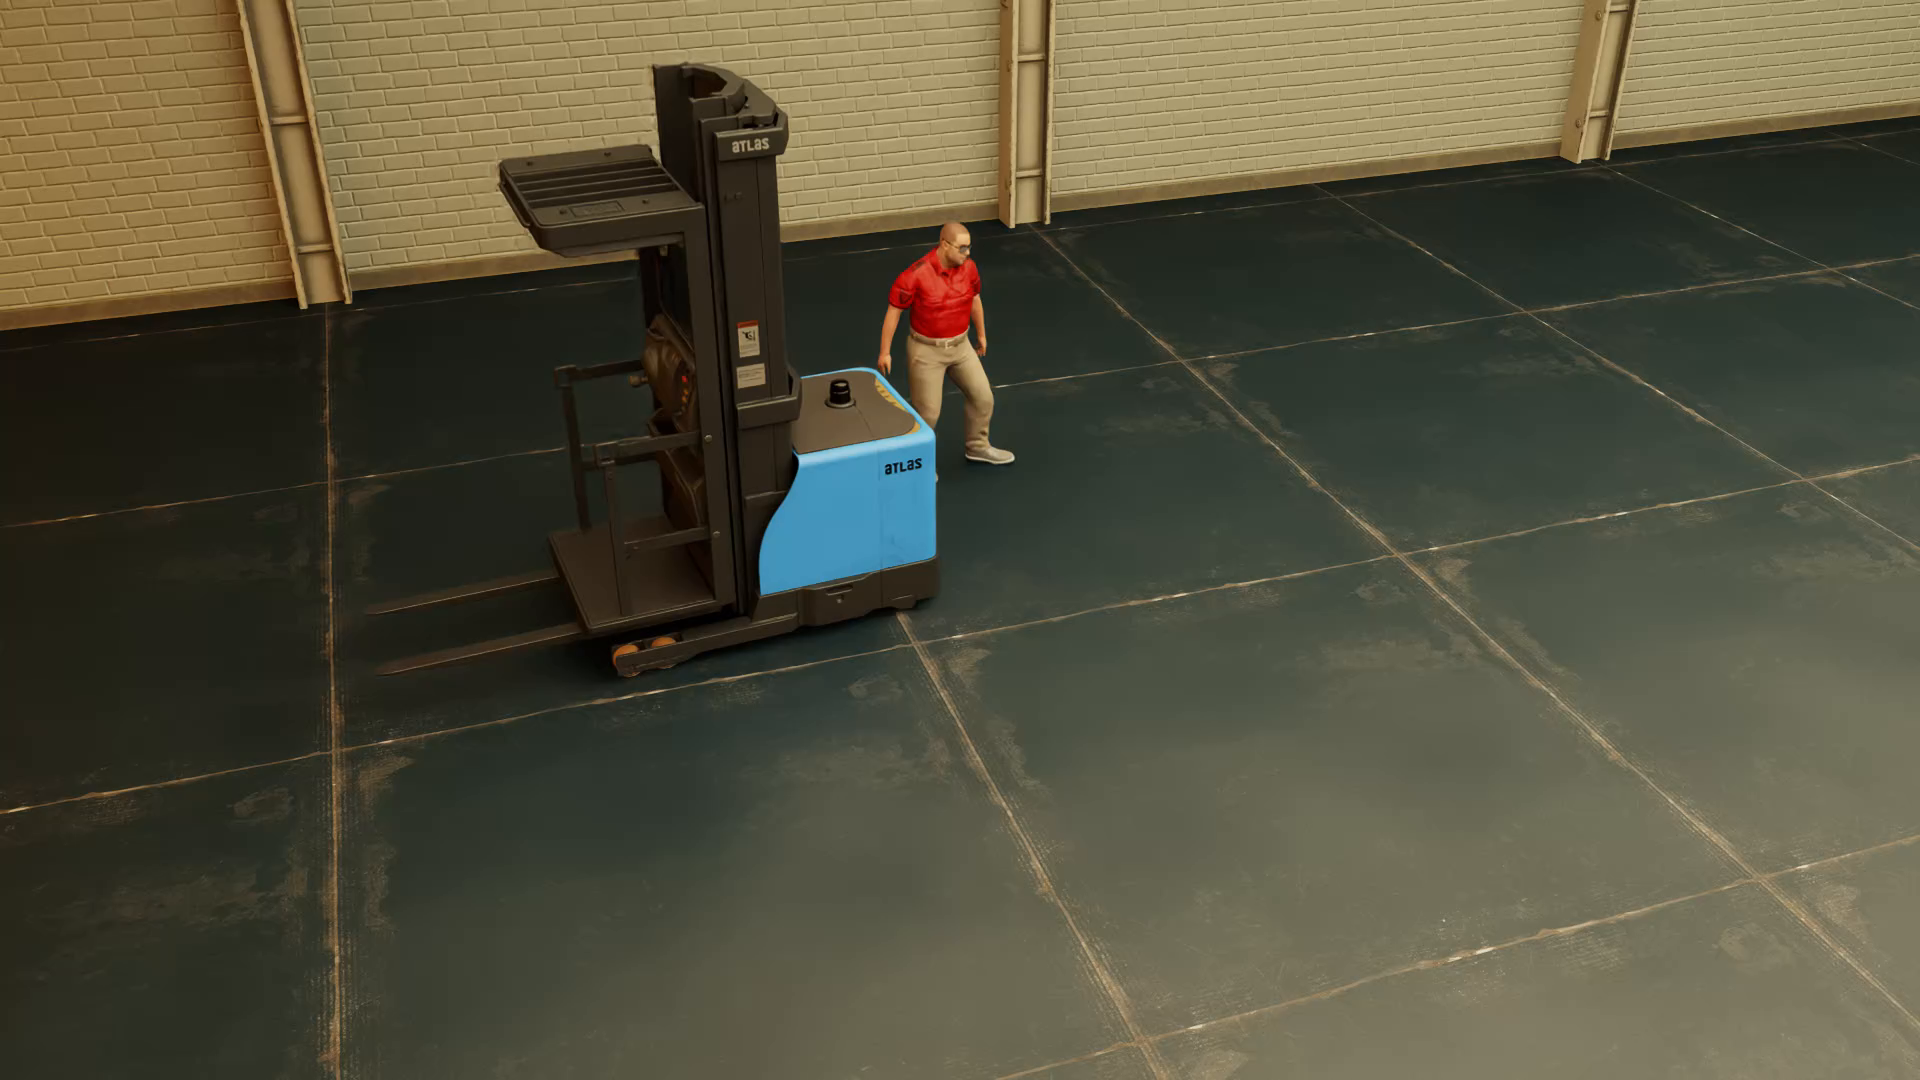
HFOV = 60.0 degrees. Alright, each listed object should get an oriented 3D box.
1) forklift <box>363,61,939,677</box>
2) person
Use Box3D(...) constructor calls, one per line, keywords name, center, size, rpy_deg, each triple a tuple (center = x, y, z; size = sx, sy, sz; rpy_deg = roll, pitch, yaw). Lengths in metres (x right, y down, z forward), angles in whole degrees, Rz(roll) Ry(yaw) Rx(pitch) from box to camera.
Box3D(name="forklift", center=(-1.682, -0.848, 8.561), size=(3.031, 2.935, 1.130), rpy_deg=(-12, 32, -20))
Box3D(name="person", center=(-0.094, -1.193, 10.415), size=(0.878, 1.701, 0.405), rpy_deg=(-17, 34, -27))
